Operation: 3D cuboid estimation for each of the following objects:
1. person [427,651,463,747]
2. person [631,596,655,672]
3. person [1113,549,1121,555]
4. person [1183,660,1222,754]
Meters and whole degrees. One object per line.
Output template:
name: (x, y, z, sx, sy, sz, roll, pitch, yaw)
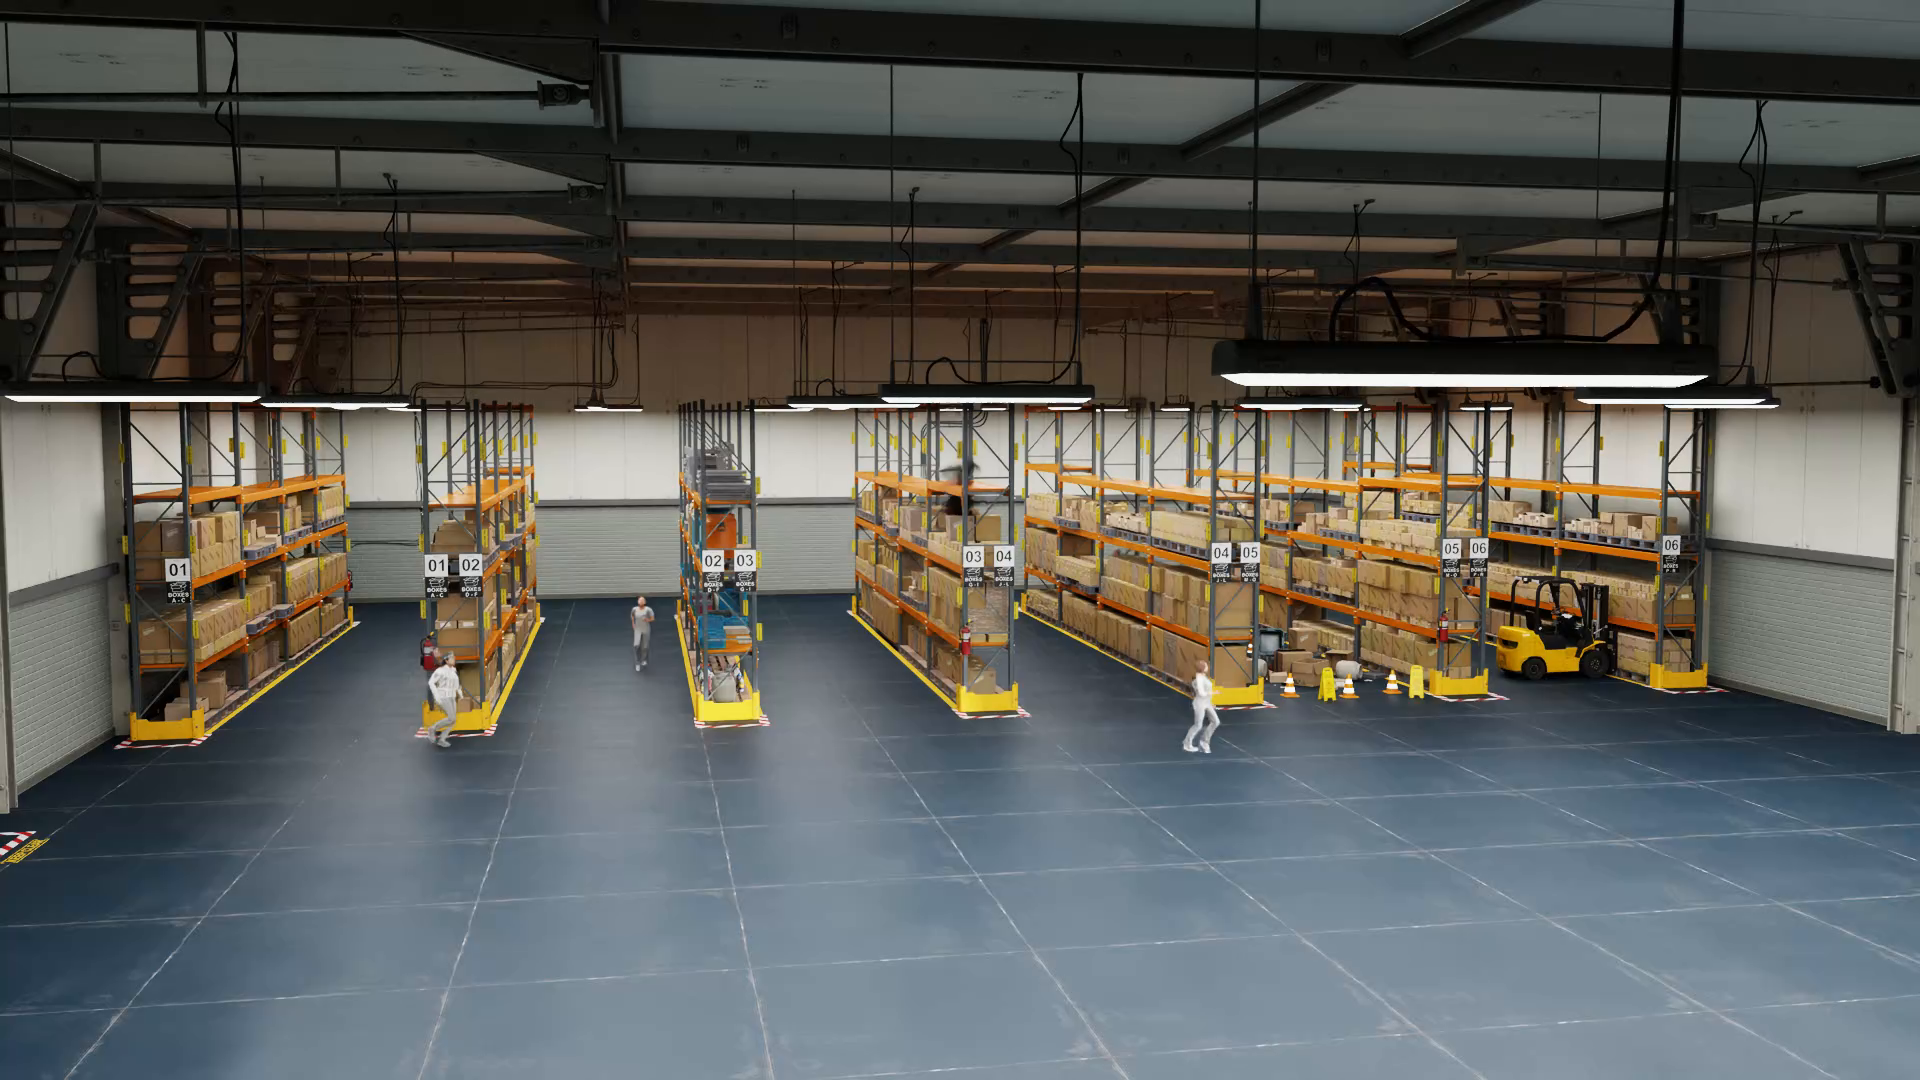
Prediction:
person: (-8.879, 2.733, 28.825, 0.504, 1.634, 0.644, 1, 5, 18)
person: (-7.122, 2.086, 37.372, 0.545, 1.708, 0.787, -1, 4, -7)
person: (4.873, 1.104, 50.538, 0.726, 1.638, 0.595, 0, 4, -3)
person: (4.086, 2.861, 27.975, 0.672, 1.514, 0.508, 2, 5, 26)
